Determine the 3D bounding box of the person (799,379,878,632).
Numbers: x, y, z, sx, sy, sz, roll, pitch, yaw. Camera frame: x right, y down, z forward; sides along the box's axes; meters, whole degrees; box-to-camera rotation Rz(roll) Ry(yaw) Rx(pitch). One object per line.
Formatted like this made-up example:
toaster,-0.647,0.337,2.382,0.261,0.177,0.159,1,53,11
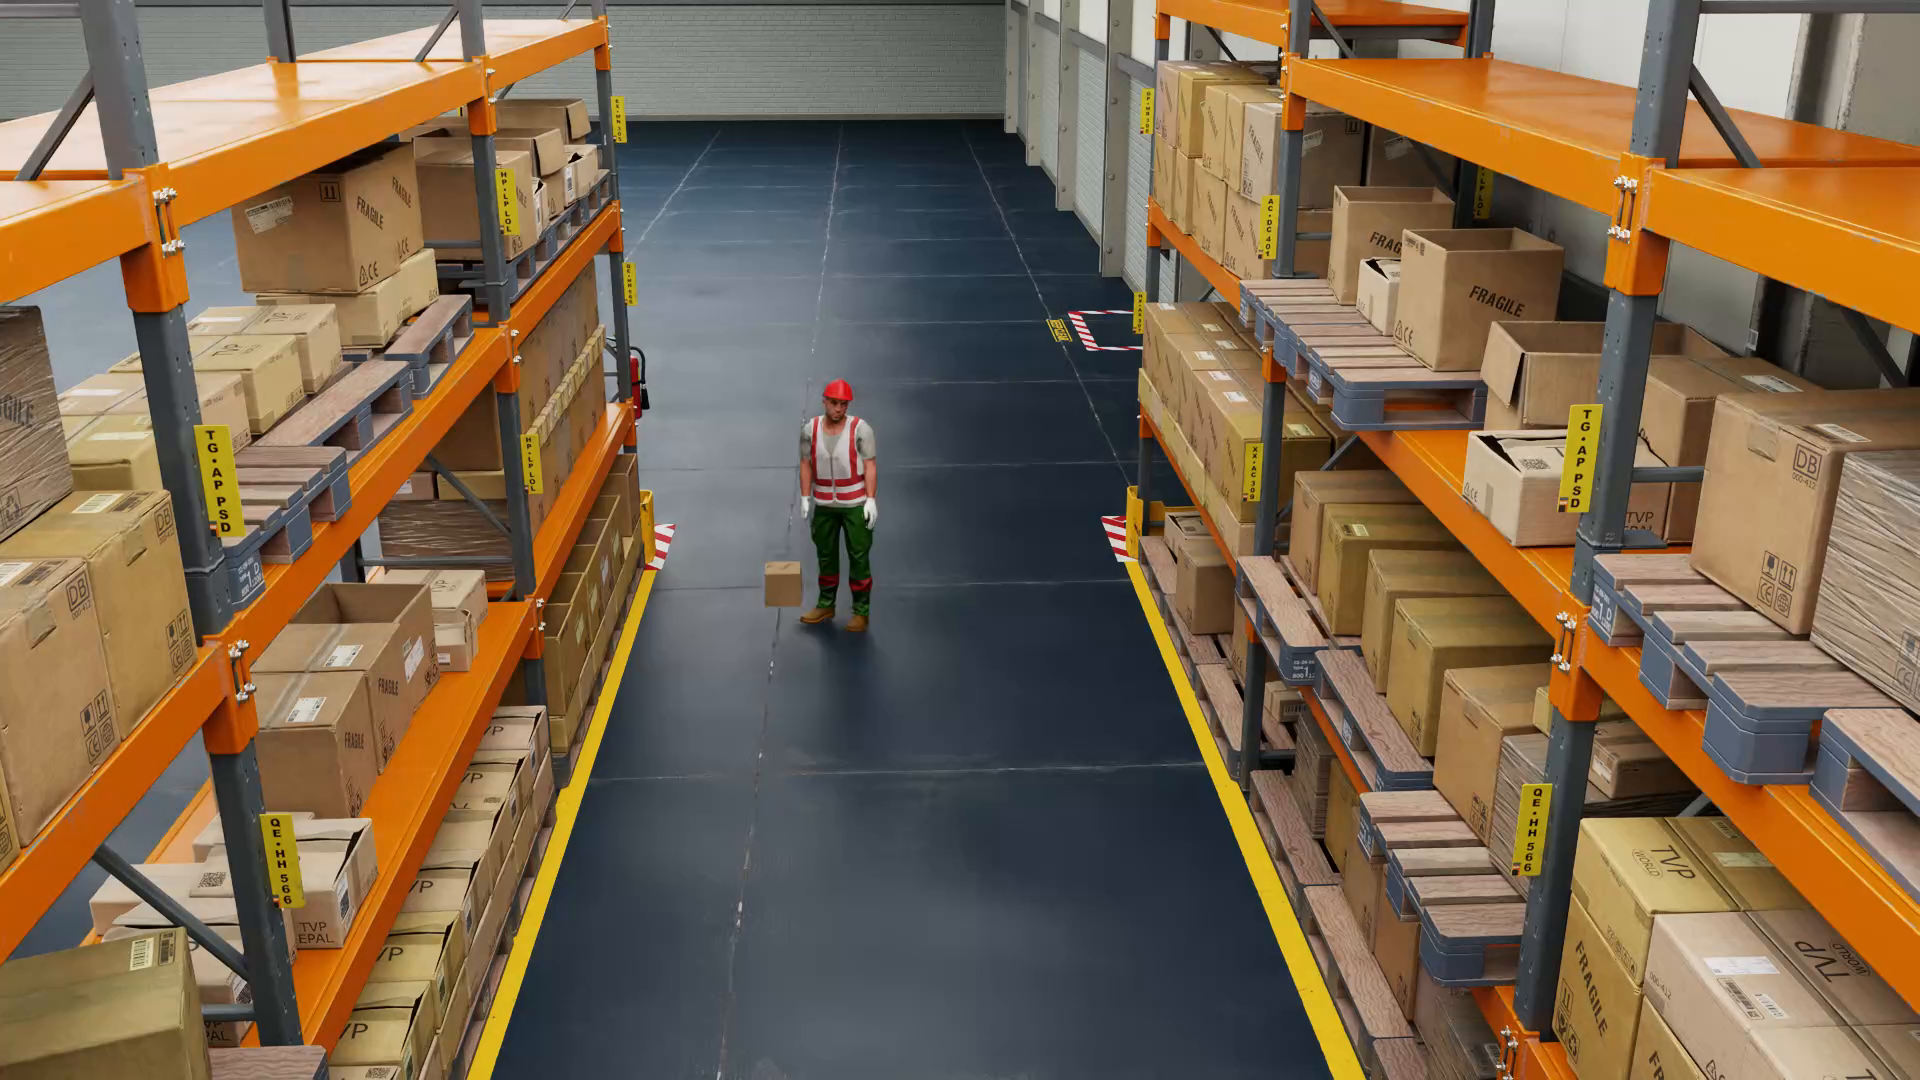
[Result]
person,-0.850,-0.237,11.598,0.597,1.796,0.434,5,21,13
